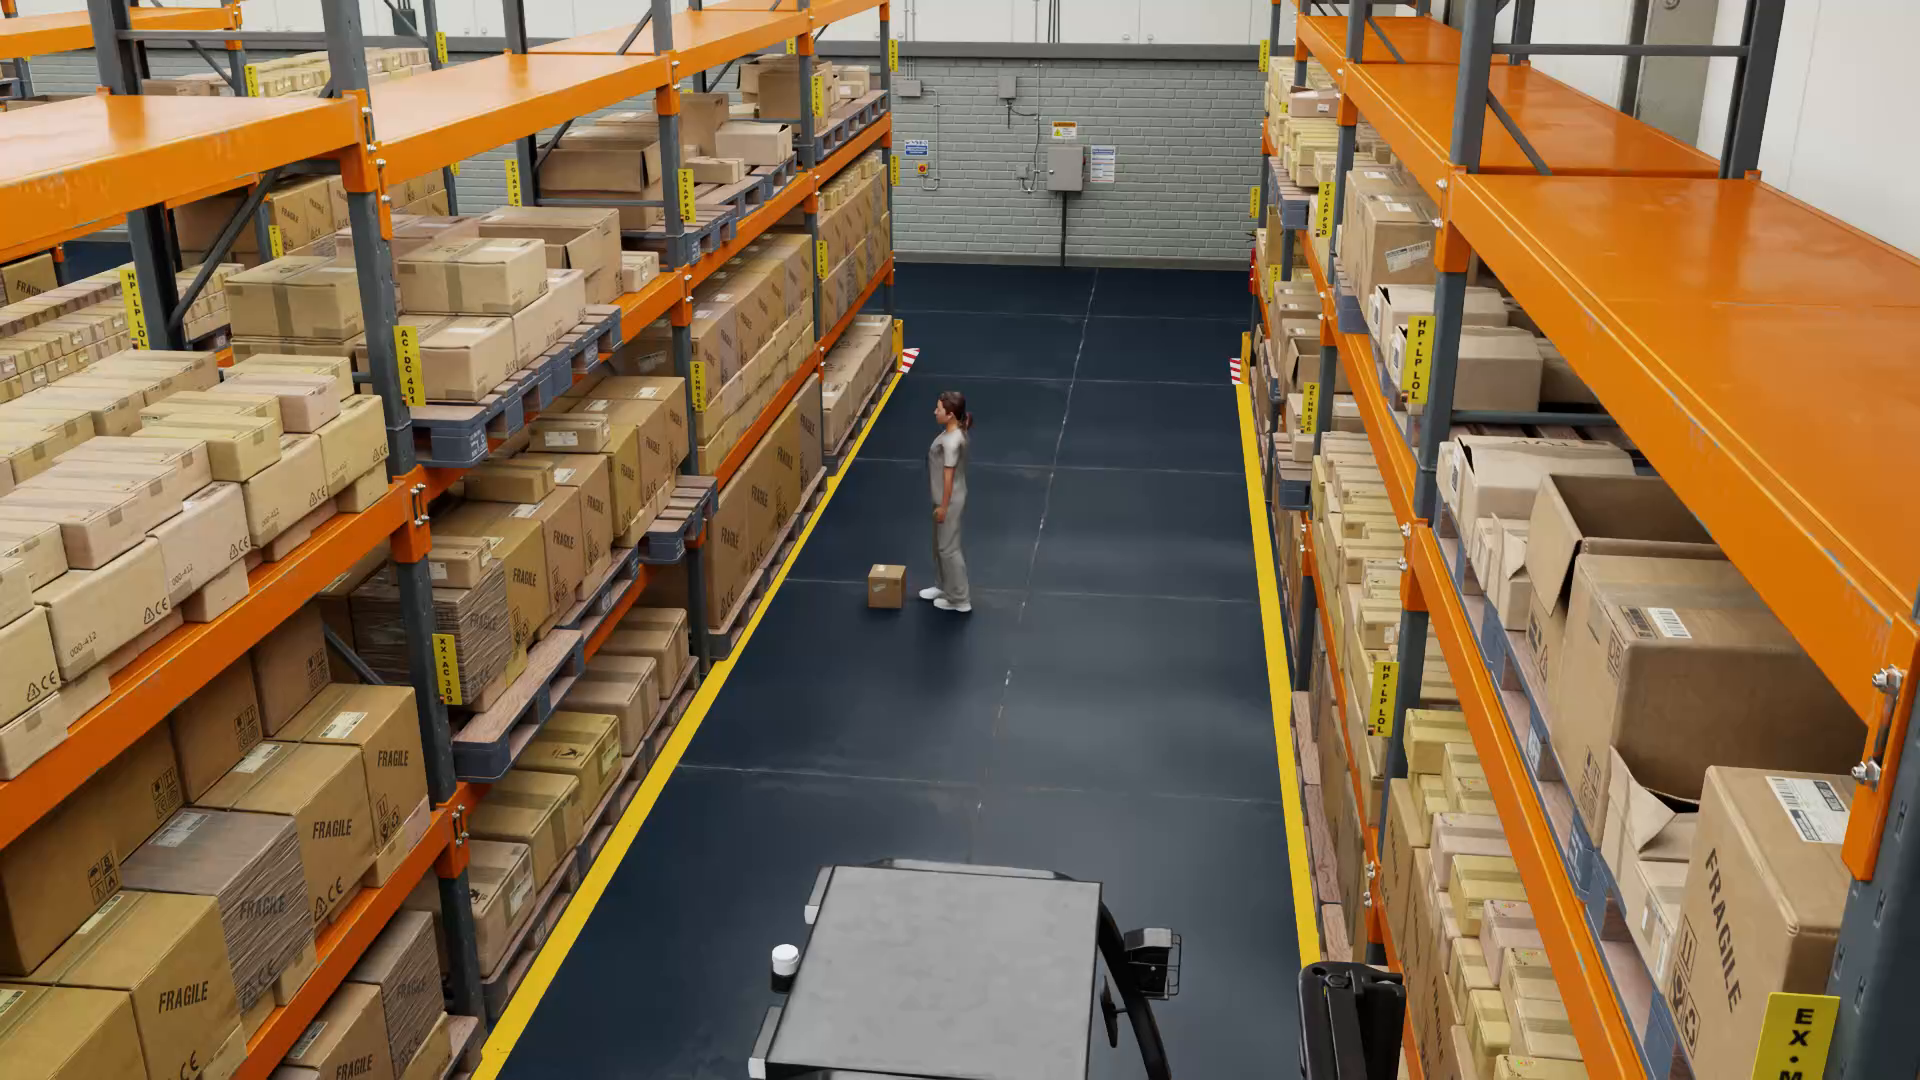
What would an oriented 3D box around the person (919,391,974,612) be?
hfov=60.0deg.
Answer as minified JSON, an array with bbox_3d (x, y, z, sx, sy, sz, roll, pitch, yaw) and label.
[{"bbox_3d":[-0.108,-0.287,12.246,0.432,1.676,0.436,3,21,7],"label":"person"}]
